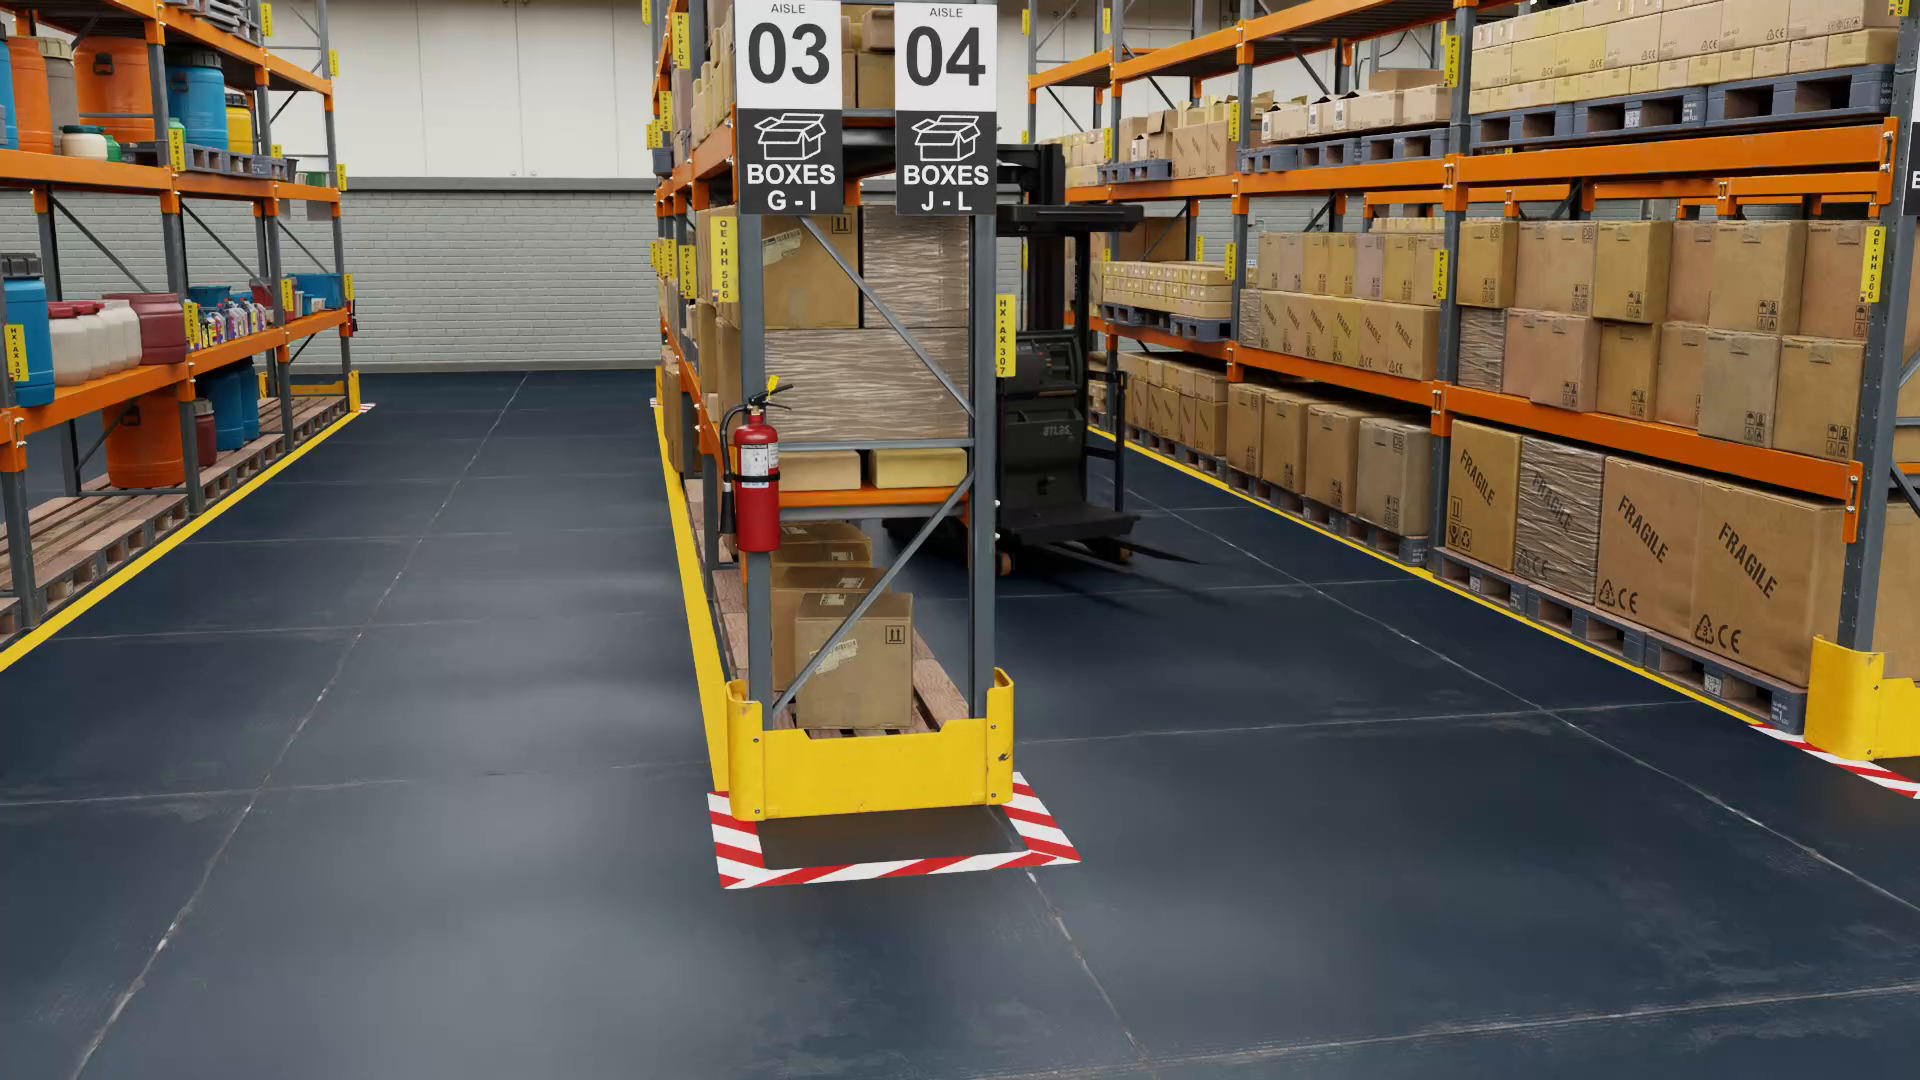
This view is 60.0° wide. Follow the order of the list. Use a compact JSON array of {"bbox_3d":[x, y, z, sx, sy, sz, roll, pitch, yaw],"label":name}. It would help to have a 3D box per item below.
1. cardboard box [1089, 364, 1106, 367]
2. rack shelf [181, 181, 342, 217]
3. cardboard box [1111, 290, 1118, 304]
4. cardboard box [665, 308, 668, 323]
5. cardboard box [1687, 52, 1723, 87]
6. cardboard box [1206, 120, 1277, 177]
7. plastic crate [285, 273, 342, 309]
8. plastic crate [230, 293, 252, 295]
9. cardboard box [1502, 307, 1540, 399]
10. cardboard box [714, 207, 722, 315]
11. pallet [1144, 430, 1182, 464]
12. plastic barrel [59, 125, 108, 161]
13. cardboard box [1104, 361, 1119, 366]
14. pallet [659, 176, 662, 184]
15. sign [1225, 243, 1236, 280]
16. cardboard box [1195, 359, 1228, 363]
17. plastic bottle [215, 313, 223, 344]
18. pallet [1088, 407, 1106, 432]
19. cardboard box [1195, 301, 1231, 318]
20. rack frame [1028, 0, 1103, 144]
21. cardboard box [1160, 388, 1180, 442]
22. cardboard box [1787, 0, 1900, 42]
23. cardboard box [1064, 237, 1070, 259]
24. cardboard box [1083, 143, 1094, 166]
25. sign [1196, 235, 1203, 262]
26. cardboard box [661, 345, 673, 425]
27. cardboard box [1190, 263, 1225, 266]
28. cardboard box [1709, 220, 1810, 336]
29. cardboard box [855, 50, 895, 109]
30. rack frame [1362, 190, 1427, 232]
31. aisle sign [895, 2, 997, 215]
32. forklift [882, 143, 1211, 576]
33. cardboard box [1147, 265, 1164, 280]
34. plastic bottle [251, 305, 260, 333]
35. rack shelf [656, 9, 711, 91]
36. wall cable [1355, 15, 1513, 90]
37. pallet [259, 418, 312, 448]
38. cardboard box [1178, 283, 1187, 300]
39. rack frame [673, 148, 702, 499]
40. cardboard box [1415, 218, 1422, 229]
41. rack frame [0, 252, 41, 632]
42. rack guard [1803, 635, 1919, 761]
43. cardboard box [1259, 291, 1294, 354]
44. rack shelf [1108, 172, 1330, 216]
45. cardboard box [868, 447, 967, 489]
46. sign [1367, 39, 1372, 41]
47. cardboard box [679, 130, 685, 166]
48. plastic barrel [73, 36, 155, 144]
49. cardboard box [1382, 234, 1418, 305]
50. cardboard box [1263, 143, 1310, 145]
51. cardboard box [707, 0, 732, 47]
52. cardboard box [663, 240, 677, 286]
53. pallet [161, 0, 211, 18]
[{"bbox_3d":[1.606,-2.077,20.498,0.380,0.149,0.250,-3,11,-14],"label":"cardboard box"},{"bbox_3d":[-7.941,-3.881,18.966,1.077,0.370,4.000,-2,11,-11],"label":"rack shelf"},{"bbox_3d":[1.877,-2.679,18.299,0.380,0.149,0.250,-2,11,-10],"label":"cardboard box"},{"bbox_3d":[-3.074,-2.495,18.453,0.380,0.149,0.250,-2,11,-11],"label":"cardboard box"},{"bbox_3d":[3.930,-2.376,8.416,0.380,0.149,0.250,-2,11,-12],"label":"cardboard box"},{"bbox_3d":[2.609,-3.620,15.406,0.500,0.500,0.500,-2,11,-11],"label":"cardboard box"},{"bbox_3d":[-8.081,-3.120,20.810,0.616,0.435,0.499,-2,11,-11],"label":"plastic crate"},{"bbox_3d":[-8.348,-2.776,19.546,0.416,0.233,0.300,-2,11,-11],"label":"plastic crate"},{"bbox_3d":[3.960,-1.175,10.446,0.875,0.550,0.550,-2,11,-11],"label":"cardboard box"},{"bbox_3d":[-0.906,-1.335,7.950,0.500,0.500,0.500,-2,11,-11],"label":"cardboard box"},{"bbox_3d":[2.585,-0.999,17.381,1.003,0.211,1.213,-2,11,-11],"label":"pallet"},{"bbox_3d":[-6.297,-2.841,11.949,0.301,0.262,0.301,0,11,0],"label":"plastic barrel"},{"bbox_3d":[2.049,-2.192,21.102,0.380,0.149,0.250,-2,11,-11],"label":"cardboard box"},{"bbox_3d":[-3.076,-4.378,19.889,1.003,0.211,1.213,-2,11,-11],"label":"pallet"},{"bbox_3d":[2.439,-2.511,14.980,0.100,0.325,0.005,-2,11,-11],"label":"sign"},{"bbox_3d":[2.788,-1.764,17.499,0.500,0.250,0.500,-3,11,-14],"label":"cardboard box"},{"bbox_3d":[-6.761,-1.922,15.118,0.097,0.271,0.097,0,11,0],"label":"plastic bottle"},{"bbox_3d":[2.026,-1.488,19.949,1.003,0.211,1.213,-2,11,-11],"label":"pallet"},{"bbox_3d":[2.423,-2.159,15.565,0.380,0.149,0.250,-2,11,-10],"label":"cardboard box"},{"bbox_3d":[1.414,-6.417,22.342,1.000,3.000,0.127,-2,11,-11],"label":"rack frame"},{"bbox_3d":[2.369,-1.284,16.980,0.500,0.500,0.500,-3,11,-14],"label":"cardboard box"},{"bbox_3d":[4.156,-2.416,7.560,0.500,0.250,0.500,-2,11,-10],"label":"cardboard box"},{"bbox_3d":[1.527,-3.782,20.808,0.500,0.500,0.500,-2,11,-13],"label":"cardboard box"},{"bbox_3d":[1.763,-4.553,19.635,0.500,0.250,0.500,-3,11,-13],"label":"cardboard box"},{"bbox_3d":[2.735,-3.325,19.049,0.100,0.325,0.005,-2,11,-11],"label":"sign"},{"bbox_3d":[-2.549,-1.620,17.744,1.225,0.875,0.875,-2,11,-11],"label":"cardboard box"},{"bbox_3d":[2.658,-2.854,17.629,0.380,0.149,0.250,-2,11,-13],"label":"cardboard box"},{"bbox_3d":[4.294,-1.306,8.247,0.875,0.550,0.550,-2,11,-11],"label":"cardboard box"},{"bbox_3d":[-0.199,-1.871,6.882,0.500,0.250,0.500,-2,11,-9],"label":"cardboard box"},{"bbox_3d":[6.250,-3.668,23.946,1.000,3.000,0.127,-2,11,-11],"label":"rack frame"},{"bbox_3d":[-0.053,-1.650,6.389,0.394,0.787,0.004,-2,11,-11],"label":"aisle sign"},{"bbox_3d":[0.571,-1.288,11.627,1.130,2.935,3.031,-6,12,-30],"label":"forklift"},{"bbox_3d":[2.126,-2.736,17.004,0.380,0.149,0.250,-2,11,-9],"label":"cardboard box"},{"bbox_3d":[-7.087,-2.205,16.593,0.152,0.276,0.135,-2,11,-11],"label":"plastic bottle"},{"bbox_3d":[-2.304,-4.604,15.814,1.077,0.370,4.000,-2,11,-11],"label":"rack shelf"},{"bbox_3d":[8.345,-7.788,29.446,2.988,3.039,0.133,-2,11,-11],"label":"wall cable"},{"bbox_3d":[-7.733,-1.158,18.213,1.003,0.211,1.213,-2,11,-11],"label":"pallet"},{"bbox_3d":[2.320,-2.402,16.049,0.380,0.149,0.250,-2,11,-10],"label":"cardboard box"},{"bbox_3d":[-1.915,-1.840,14.343,1.000,3.000,0.127,-2,11,-11],"label":"rack frame"},{"bbox_3d":[6.285,-4.213,22.134,0.380,0.149,0.250,-2,11,-10],"label":"cardboard box"},{"bbox_3d":[-5.996,-0.927,9.543,1.000,3.000,0.127,-2,11,-11],"label":"rack frame"},{"bbox_3d":[4.530,0.697,7.695,1.175,0.500,0.348,-2,11,-11],"label":"rack guard"},{"bbox_3d":[2.894,-1.866,14.211,0.500,0.500,0.500,-2,11,-12],"label":"cardboard box"},{"bbox_3d":[2.581,-3.489,16.908,1.077,0.370,4.000,-2,11,-11],"label":"rack shelf"},{"bbox_3d":[-0.181,-0.311,6.978,0.380,0.149,0.250,-2,11,-11],"label":"cardboard box"},{"bbox_3d":[5.704,-7.133,23.183,0.100,0.325,0.005,-2,11,-11],"label":"sign"},{"bbox_3d":[-1.865,-2.957,12.587,0.500,0.250,0.500,-2,11,-10],"label":"cardboard box"},{"bbox_3d":[-6.881,-3.655,13.585,0.600,0.830,0.708,-2,11,-11],"label":"plastic barrel"},{"bbox_3d":[3.543,-1.994,12.209,0.700,0.500,0.500,-2,11,-12],"label":"cardboard box"},{"bbox_3d":[2.878,-3.541,14.536,0.380,0.149,0.250,-3,11,-13],"label":"cardboard box"},{"bbox_3d":[-0.909,-2.563,7.715,0.500,0.500,0.500,-2,11,-11],"label":"cardboard box"},{"bbox_3d":[-3.045,-3.089,18.506,0.500,0.500,0.500,-2,11,-9],"label":"cardboard box"},{"bbox_3d":[-6.884,-4.452,13.592,1.213,0.211,1.003,-2,11,-11],"label":"pallet"}]
